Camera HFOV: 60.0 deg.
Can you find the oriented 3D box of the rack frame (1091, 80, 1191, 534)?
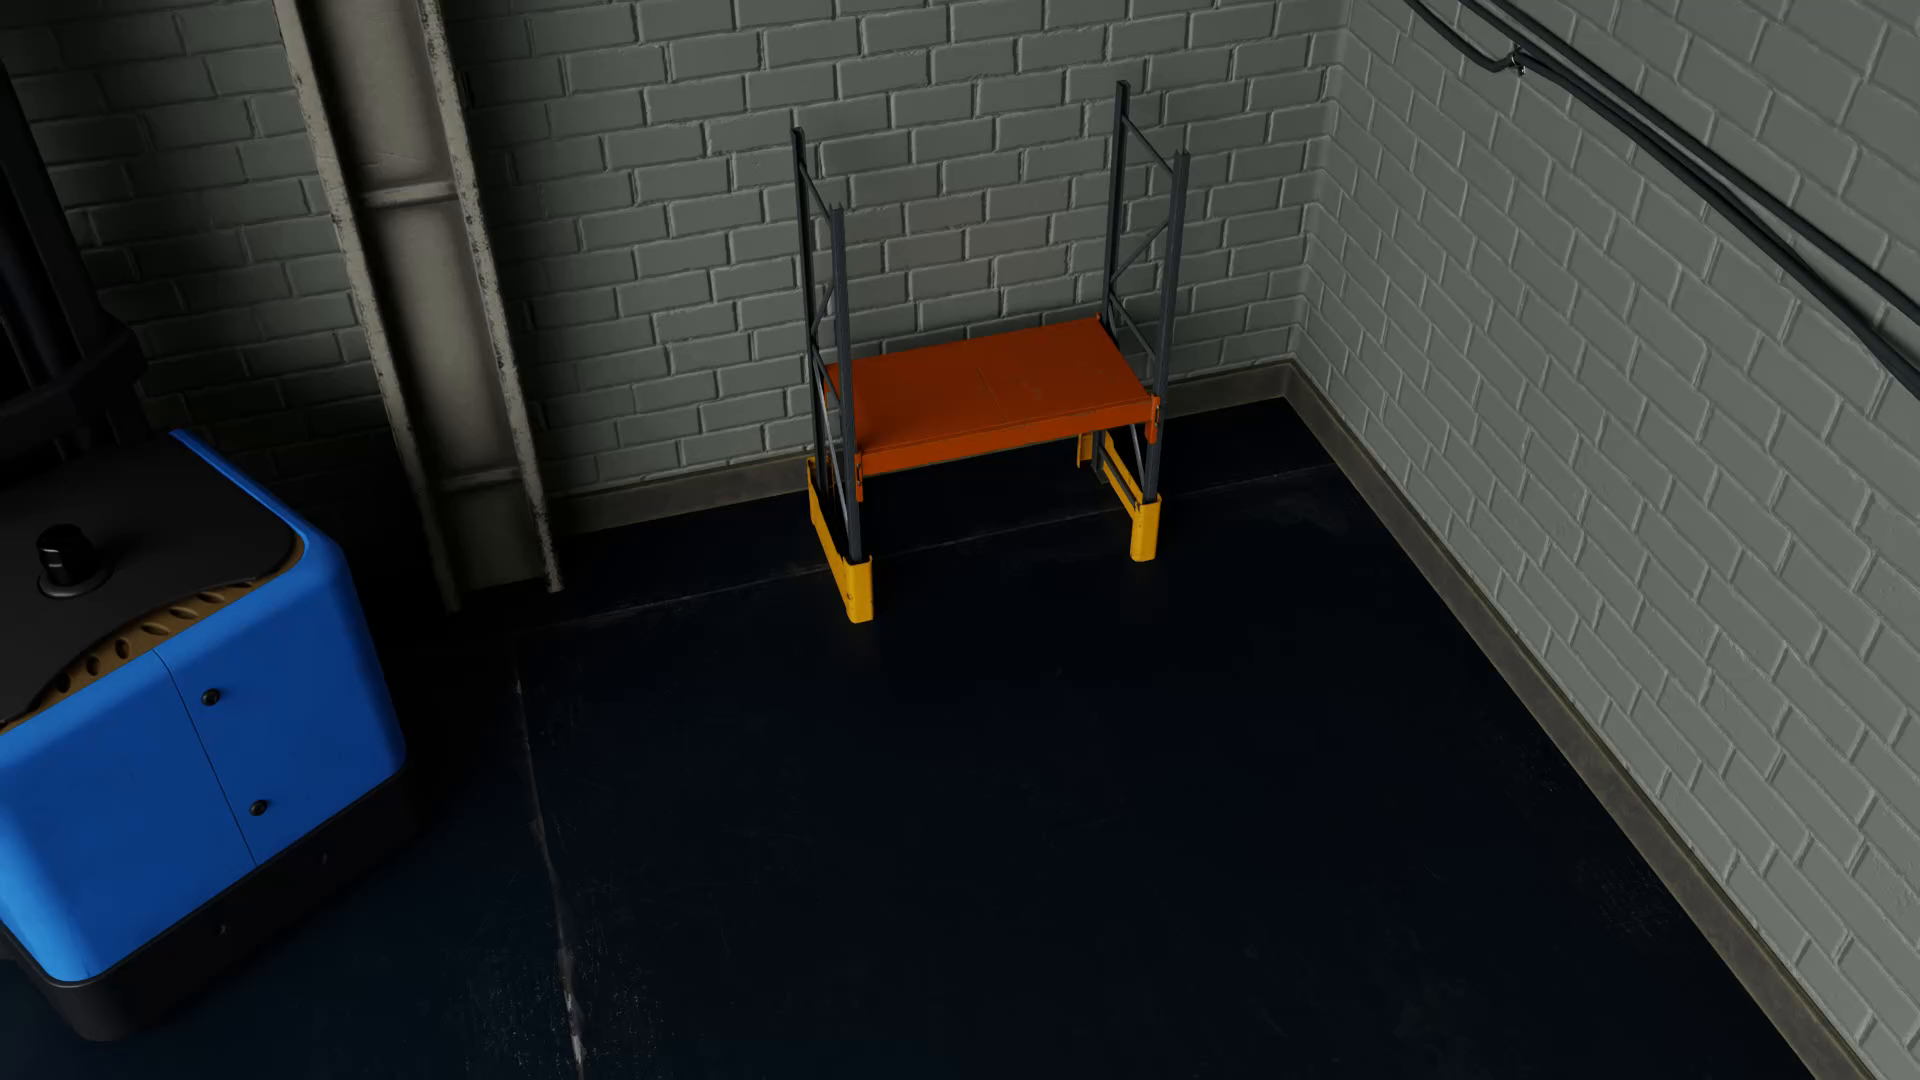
[{"bbox_3d":[0.566,-0.682,5.391,0.032,1.500,0.500,-12,42,-13],"label":"rack frame"}]

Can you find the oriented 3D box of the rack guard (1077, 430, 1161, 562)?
[{"bbox_3d":[0.548,-0.208,5.798,0.087,0.250,0.587,-12,42,-13],"label":"rack guard"}]

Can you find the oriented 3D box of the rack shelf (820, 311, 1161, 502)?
[{"bbox_3d":[0.081,-0.446,5.394,1.000,0.185,0.538,-12,42,-13],"label":"rack shelf"}]

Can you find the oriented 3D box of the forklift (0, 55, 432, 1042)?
[{"bbox_3d":[-2.954,-0.668,4.287,3.031,2.935,1.130,30,49,30],"label":"forklift"}]

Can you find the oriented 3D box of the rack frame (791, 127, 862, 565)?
[{"bbox_3d":[-0.404,-0.481,5.161,0.032,1.500,0.500,-12,42,-13],"label":"rack frame"}]

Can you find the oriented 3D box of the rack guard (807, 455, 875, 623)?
[{"bbox_3d":[-0.402,-0.011,5.572,0.087,0.250,0.587,-12,42,-13],"label":"rack guard"}]

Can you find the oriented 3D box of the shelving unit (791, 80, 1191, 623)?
[{"bbox_3d":[0.073,-0.580,5.274,1.083,1.500,0.587,-12,42,-13],"label":"shelving unit"}]
